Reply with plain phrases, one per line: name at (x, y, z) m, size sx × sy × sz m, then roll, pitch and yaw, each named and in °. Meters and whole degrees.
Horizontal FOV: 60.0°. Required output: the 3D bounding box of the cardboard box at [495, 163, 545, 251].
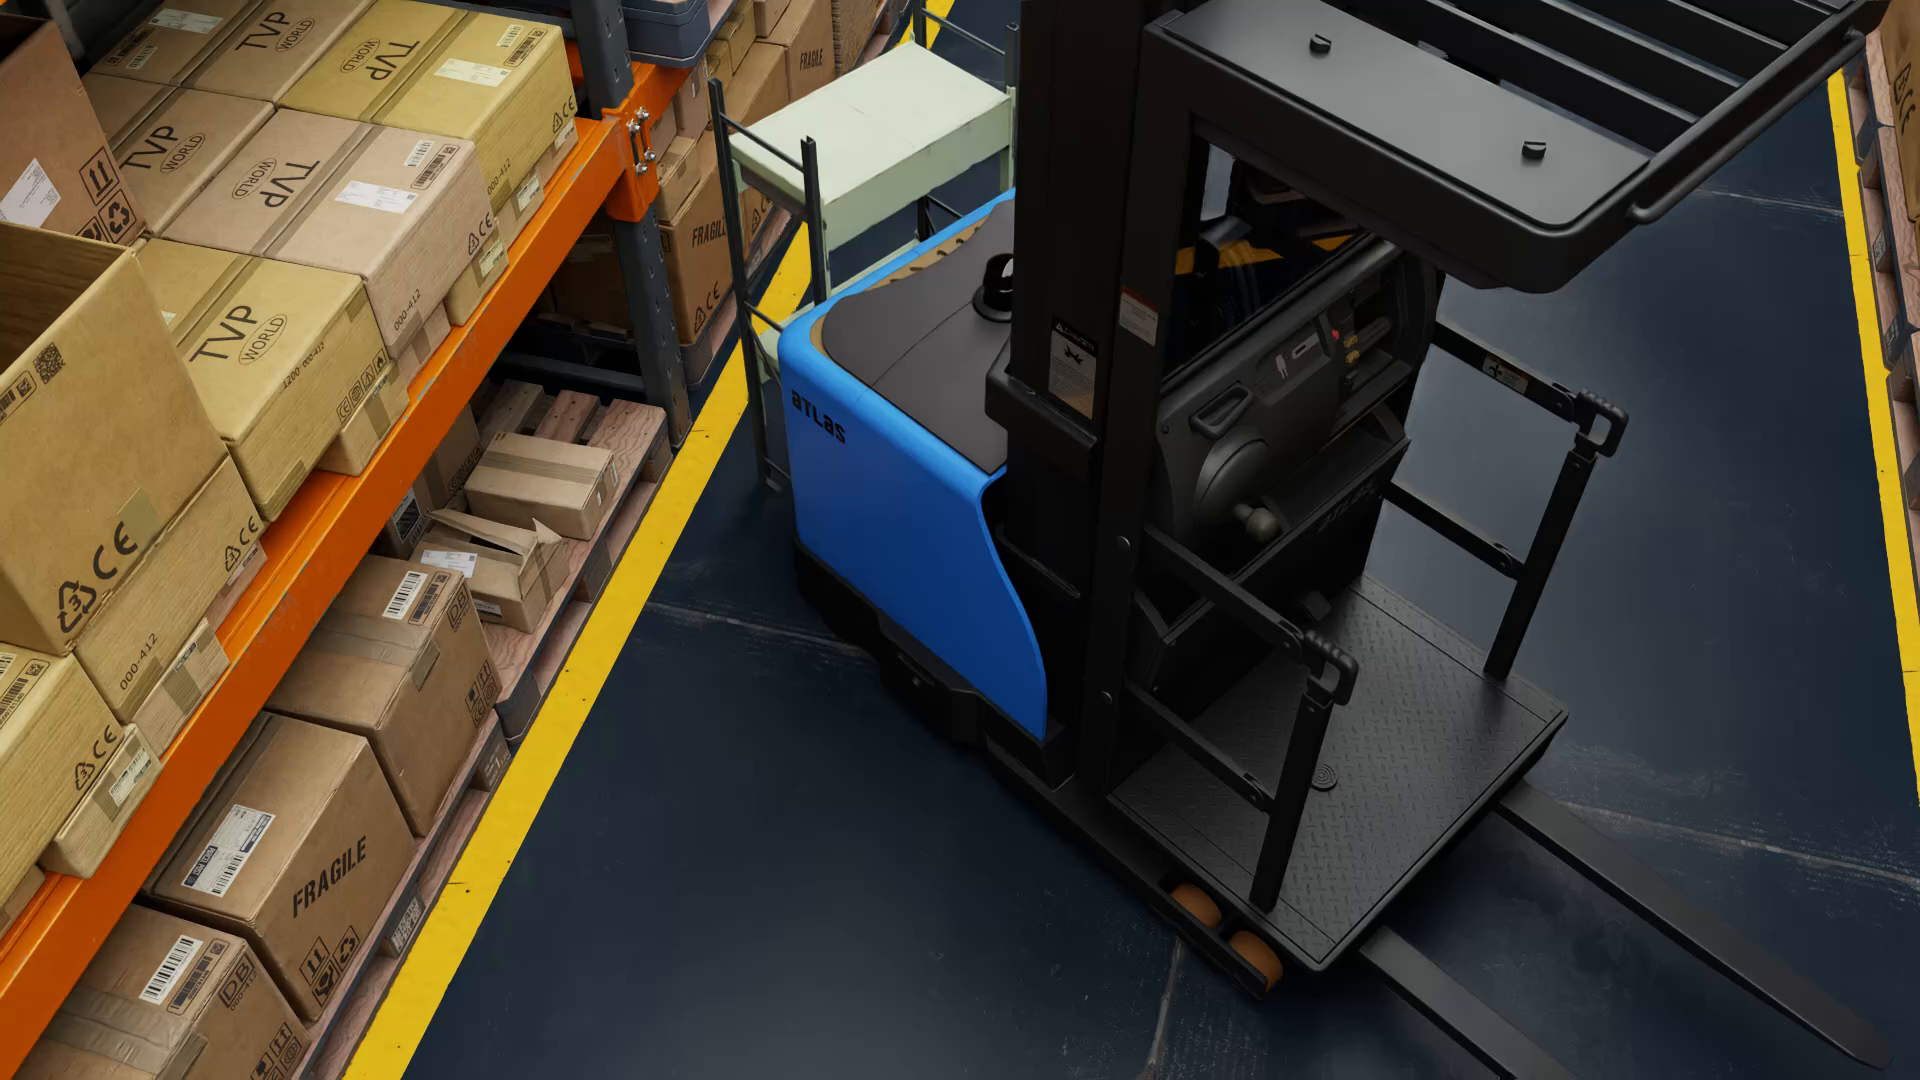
cardboard box at (-1.283, -0.876, 4.190) m, size 0.380 × 0.149 × 0.250 m, roll 13°, pitch 50°, yaw 11°

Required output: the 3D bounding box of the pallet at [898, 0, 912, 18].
pallet at (-0.576, -2.870, 7.642) m, size 1.003 × 0.211 × 1.213 m, roll 12°, pitch 50°, yaw 10°

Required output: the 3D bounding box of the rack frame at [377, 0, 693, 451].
rack frame at (-1.395, -1.432, 4.513) m, size 1.000 × 3.000 × 0.127 m, roll 12°, pitch 50°, yaw 10°

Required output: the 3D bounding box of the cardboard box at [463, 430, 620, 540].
cardboard box at (-1.259, -0.167, 5.018) m, size 0.380 × 0.149 × 0.250 m, roll 10°, pitch 49°, yaw 9°

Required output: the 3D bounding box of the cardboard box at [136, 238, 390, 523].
cardboard box at (-1.556, -0.341, 3.452) m, size 0.500 × 0.250 × 0.500 m, roll 11°, pitch 50°, yaw 10°

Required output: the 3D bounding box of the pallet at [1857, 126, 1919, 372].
pallet at (3.844, -0.991, 5.984) m, size 1.003 × 0.211 × 1.213 m, roll 12°, pitch 50°, yaw 10°

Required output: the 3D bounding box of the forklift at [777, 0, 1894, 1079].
forklift at (0.895, -0.259, 3.523) m, size 1.130 × 2.935 × 3.031 m, roll -36°, pitch 58°, yaw -27°

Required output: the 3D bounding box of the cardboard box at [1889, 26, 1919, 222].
cardboard box at (3.946, -1.657, 5.849) m, size 0.875 × 0.875 × 0.875 m, roll 12°, pitch 50°, yaw 10°

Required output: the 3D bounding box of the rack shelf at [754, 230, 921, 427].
rack shelf at (-0.246, -0.572, 5.189) m, size 0.720 × 0.370 × 0.431 m, roll -37°, pitch 58°, yaw -28°

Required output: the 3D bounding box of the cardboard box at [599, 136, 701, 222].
cardboard box at (-1.044, -1.165, 5.232) m, size 0.380 × 0.149 × 0.250 m, roll 14°, pitch 50°, yaw 12°

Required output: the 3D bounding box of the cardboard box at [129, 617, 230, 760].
cardboard box at (-1.660, 0.244, 3.201) m, size 0.380 × 0.149 × 0.250 m, roll 13°, pitch 50°, yaw 11°

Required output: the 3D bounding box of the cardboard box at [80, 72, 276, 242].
cardboard box at (-1.912, -0.812, 3.867) m, size 0.500 × 0.250 × 0.500 m, roll 11°, pitch 50°, yaw 10°

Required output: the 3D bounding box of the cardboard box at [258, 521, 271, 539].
cardboard box at (-1.640, -0.144, 3.544) m, size 0.380 × 0.149 × 0.250 m, roll 12°, pitch 50°, yaw 11°

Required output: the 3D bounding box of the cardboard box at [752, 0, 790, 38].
cardboard box at (-0.829, -1.943, 5.919) m, size 0.380 × 0.149 × 0.250 m, roll 11°, pitch 50°, yaw 10°

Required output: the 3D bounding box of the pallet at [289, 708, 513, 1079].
pallet at (-1.896, 0.873, 4.339) m, size 1.003 × 0.211 × 1.213 m, roll 12°, pitch 50°, yaw 10°

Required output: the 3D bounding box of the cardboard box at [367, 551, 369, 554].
cardboard box at (-1.911, 0.117, 4.767) m, size 0.380 × 0.149 × 0.250 m, roll 11°, pitch 49°, yaw 10°

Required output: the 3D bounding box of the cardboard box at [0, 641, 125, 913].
cardboard box at (-1.806, 0.406, 2.793) m, size 0.500 × 0.250 × 0.500 m, roll 11°, pitch 49°, yaw 9°

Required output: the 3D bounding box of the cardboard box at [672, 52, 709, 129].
cardboard box at (-1.022, -1.461, 5.295) m, size 0.380 × 0.149 × 0.250 m, roll 9°, pitch 49°, yaw 8°

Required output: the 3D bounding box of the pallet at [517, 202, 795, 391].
pallet at (-1.218, -1.105, 6.085) m, size 1.003 × 0.211 × 1.213 m, roll 12°, pitch 50°, yaw 10°

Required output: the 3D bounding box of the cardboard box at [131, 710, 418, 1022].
cardboard box at (-1.698, 0.753, 3.972) m, size 0.500 × 0.500 × 0.500 m, roll 12°, pitch 50°, yaw 11°

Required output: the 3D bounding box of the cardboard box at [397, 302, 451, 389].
cardboard box at (-1.424, -0.499, 3.857) m, size 0.380 × 0.149 × 0.250 m, roll 13°, pitch 50°, yaw 11°

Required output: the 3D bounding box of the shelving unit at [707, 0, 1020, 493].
shelving unit at (-0.246, -0.788, 4.945) m, size 0.755 × 1.500 × 0.431 m, roll -37°, pitch 58°, yaw -28°

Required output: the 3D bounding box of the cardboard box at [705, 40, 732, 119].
cardboard box at (-0.990, -1.569, 5.588) m, size 0.380 × 0.149 × 0.250 m, roll 9°, pitch 49°, yaw 8°

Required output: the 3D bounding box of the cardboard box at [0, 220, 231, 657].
cardboard box at (-1.674, -0.196, 2.824) m, size 0.500 × 0.500 × 0.500 m, roll 13°, pitch 50°, yaw 11°

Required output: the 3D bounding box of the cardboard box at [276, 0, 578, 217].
cardboard box at (-1.294, -1.064, 4.090) m, size 0.500 × 0.250 × 0.500 m, roll 13°, pitch 50°, yaw 11°

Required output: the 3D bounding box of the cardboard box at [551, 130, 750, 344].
cardboard box at (-1.051, -1.049, 5.563) m, size 0.500 × 0.500 × 0.500 m, roll 14°, pitch 50°, yaw 12°

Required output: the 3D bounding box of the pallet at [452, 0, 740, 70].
pallet at (-1.080, -1.925, 5.076) m, size 1.003 × 0.211 × 1.213 m, roll 12°, pitch 50°, yaw 10°

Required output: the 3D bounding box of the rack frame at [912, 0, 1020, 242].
rack frame at (0.013, -0.981, 5.116) m, size 0.023 × 1.500 × 0.400 m, roll -37°, pitch 58°, yaw -28°

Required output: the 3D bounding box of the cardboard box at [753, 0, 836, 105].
cardboard box at (-0.785, -1.796, 6.222) m, size 0.500 × 0.500 × 0.500 m, roll 10°, pitch 49°, yaw 9°

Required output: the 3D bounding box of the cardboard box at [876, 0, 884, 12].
cardboard box at (-0.524, -2.550, 6.887) m, size 0.500 × 0.500 × 0.500 m, roll 14°, pitch 50°, yaw 12°

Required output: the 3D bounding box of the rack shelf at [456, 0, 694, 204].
rack shelf at (-0.869, -2.641, 6.060) m, size 1.077 × 0.370 × 4.000 m, roll 12°, pitch 50°, yaw 10°

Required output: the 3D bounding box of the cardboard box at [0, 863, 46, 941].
cardboard box at (-1.849, 0.607, 2.881) m, size 0.380 × 0.149 × 0.250 m, roll 12°, pitch 50°, yaw 11°
